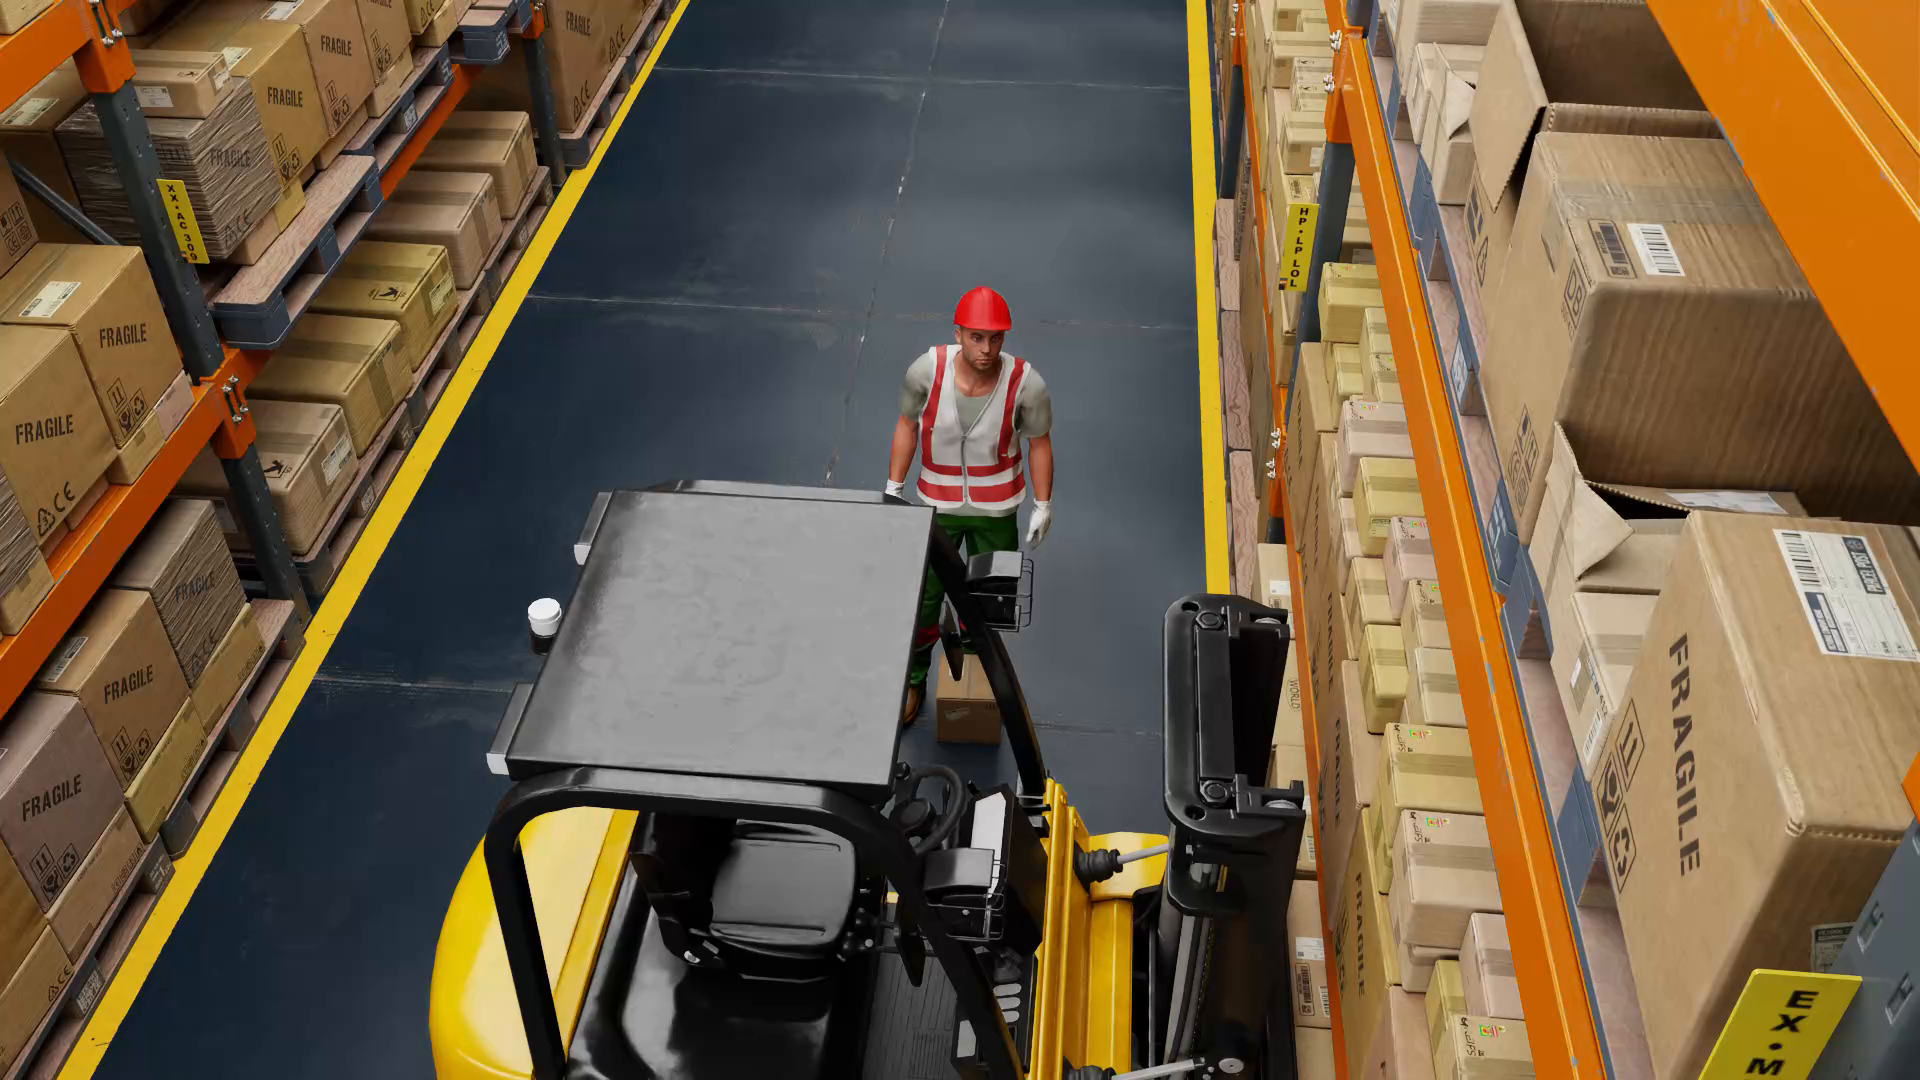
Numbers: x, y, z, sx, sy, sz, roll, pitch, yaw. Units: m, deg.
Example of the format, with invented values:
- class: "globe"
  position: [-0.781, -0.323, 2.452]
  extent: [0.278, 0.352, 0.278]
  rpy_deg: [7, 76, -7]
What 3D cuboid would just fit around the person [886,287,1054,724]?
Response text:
- class: "person"
  position: [0.023, -0.093, 6.235]
  extent: [0.638, 1.789, 0.562]
  rpy_deg: [3, 40, 4]
